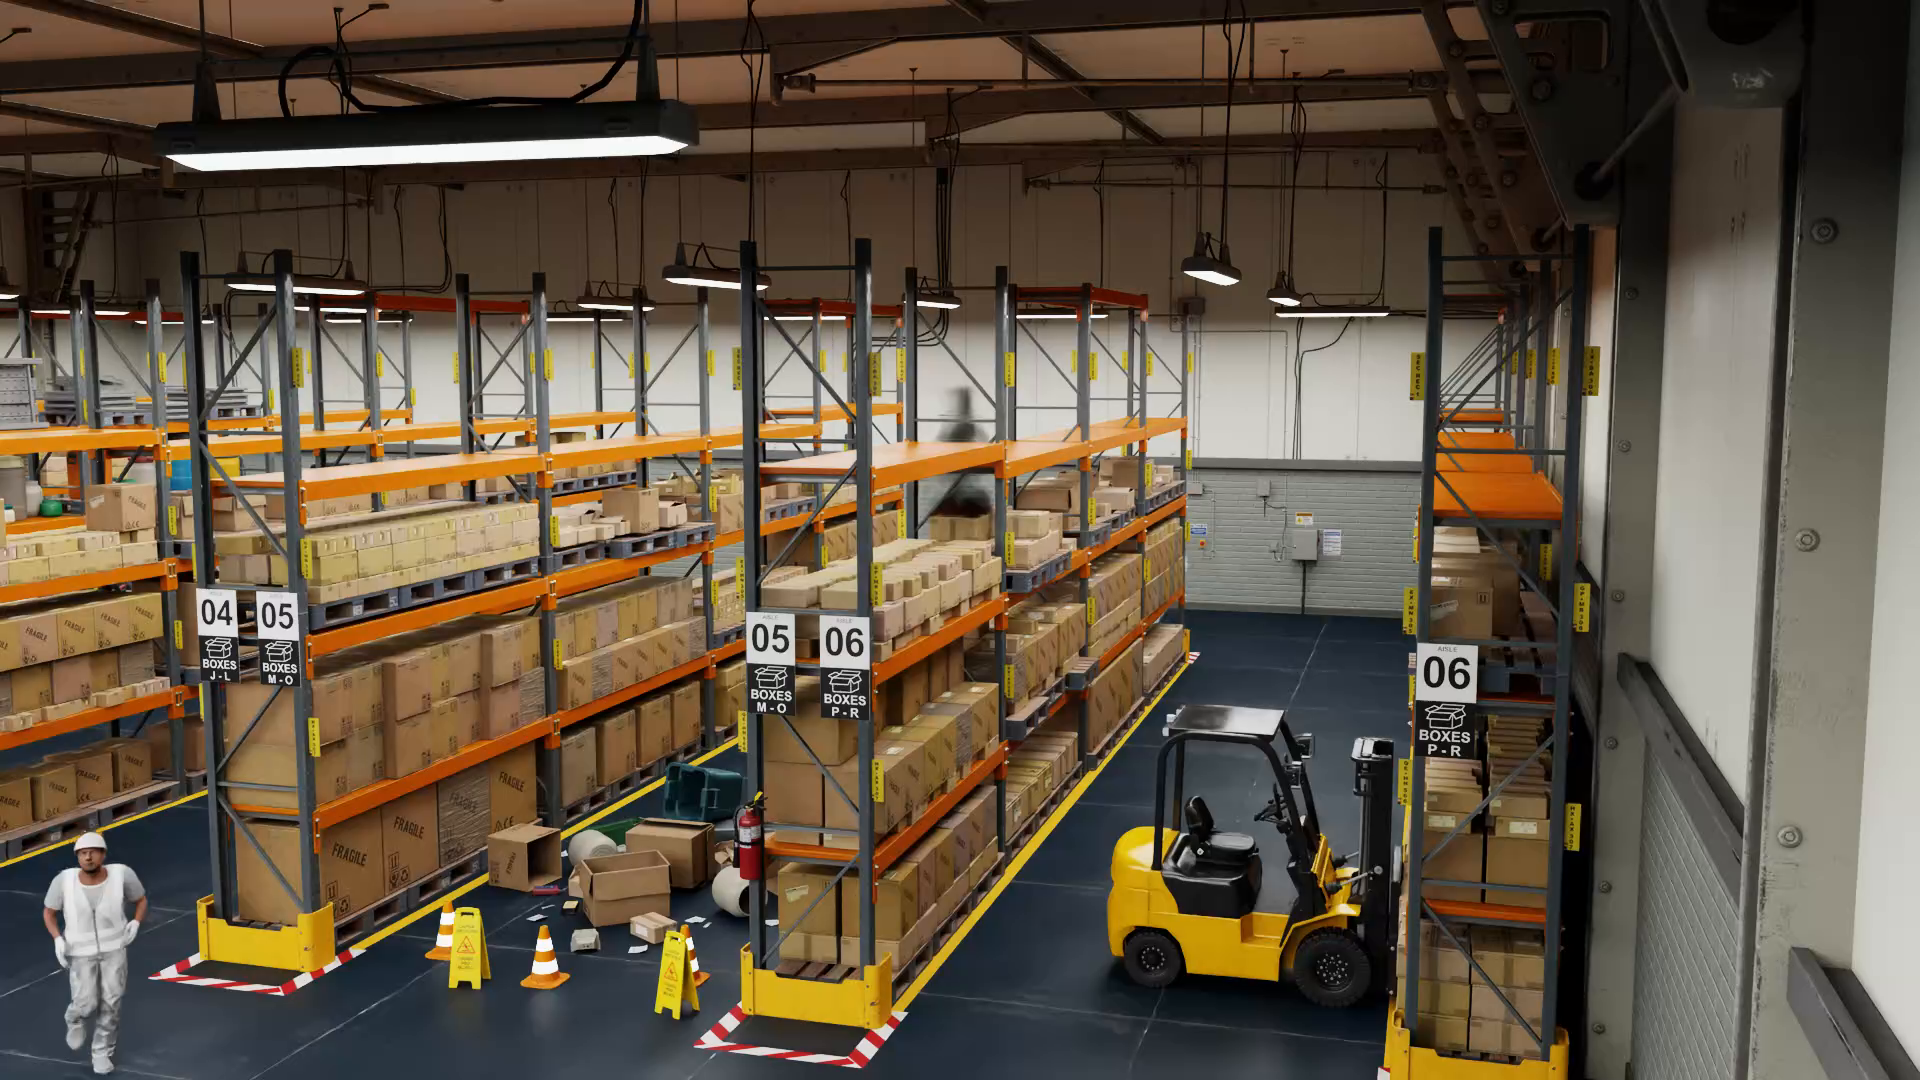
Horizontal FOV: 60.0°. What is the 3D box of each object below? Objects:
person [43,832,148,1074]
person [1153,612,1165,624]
[{"bbox_3d":[-6.229,2.964,12.034,0.672,1.749,0.612,-4,7,-31],"label":"person"},{"bbox_3d":[3.342,0.881,30.567,0.918,1.764,0.711,-1,6,-7],"label":"person"}]
